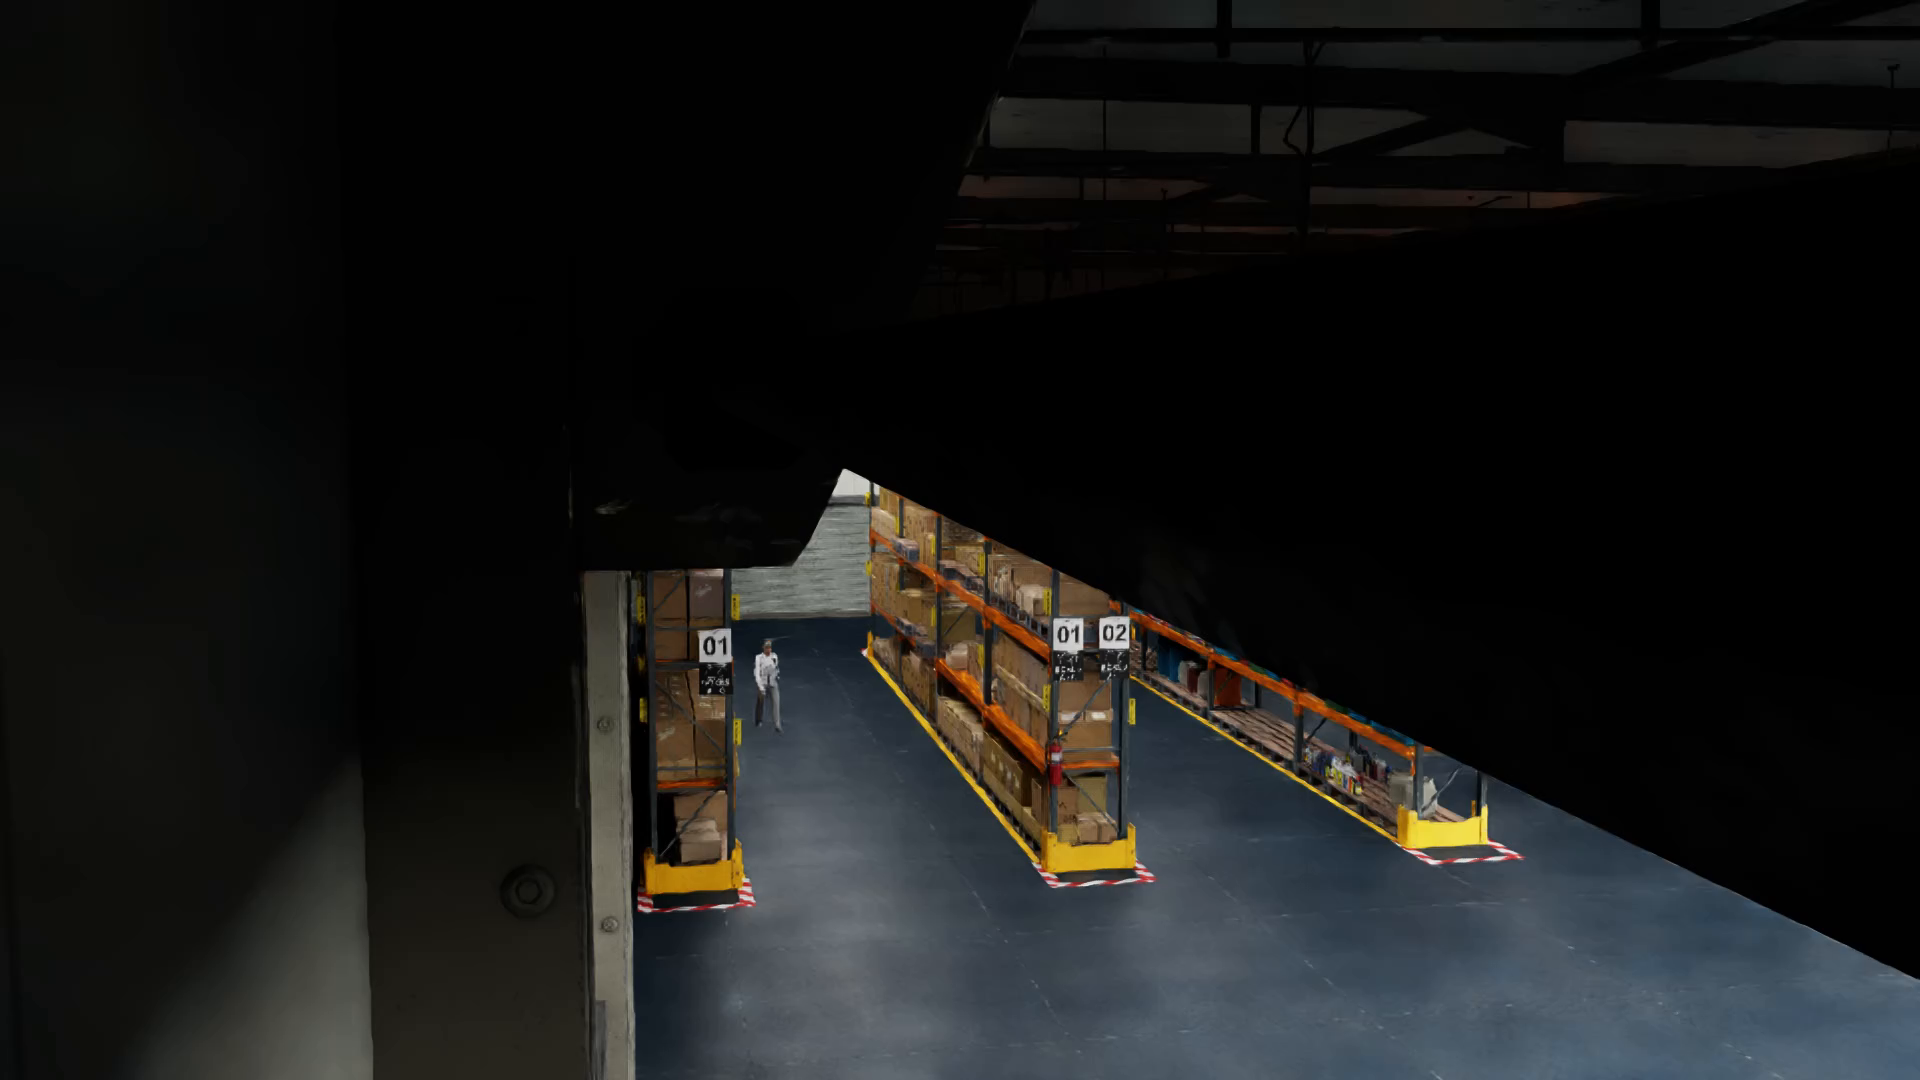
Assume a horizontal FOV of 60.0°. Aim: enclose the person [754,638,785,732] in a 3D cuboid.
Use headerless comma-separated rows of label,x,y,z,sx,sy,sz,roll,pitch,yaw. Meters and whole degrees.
person,-3.354,2.495,28.892,0.483,1.615,0.994,-2,6,-19
